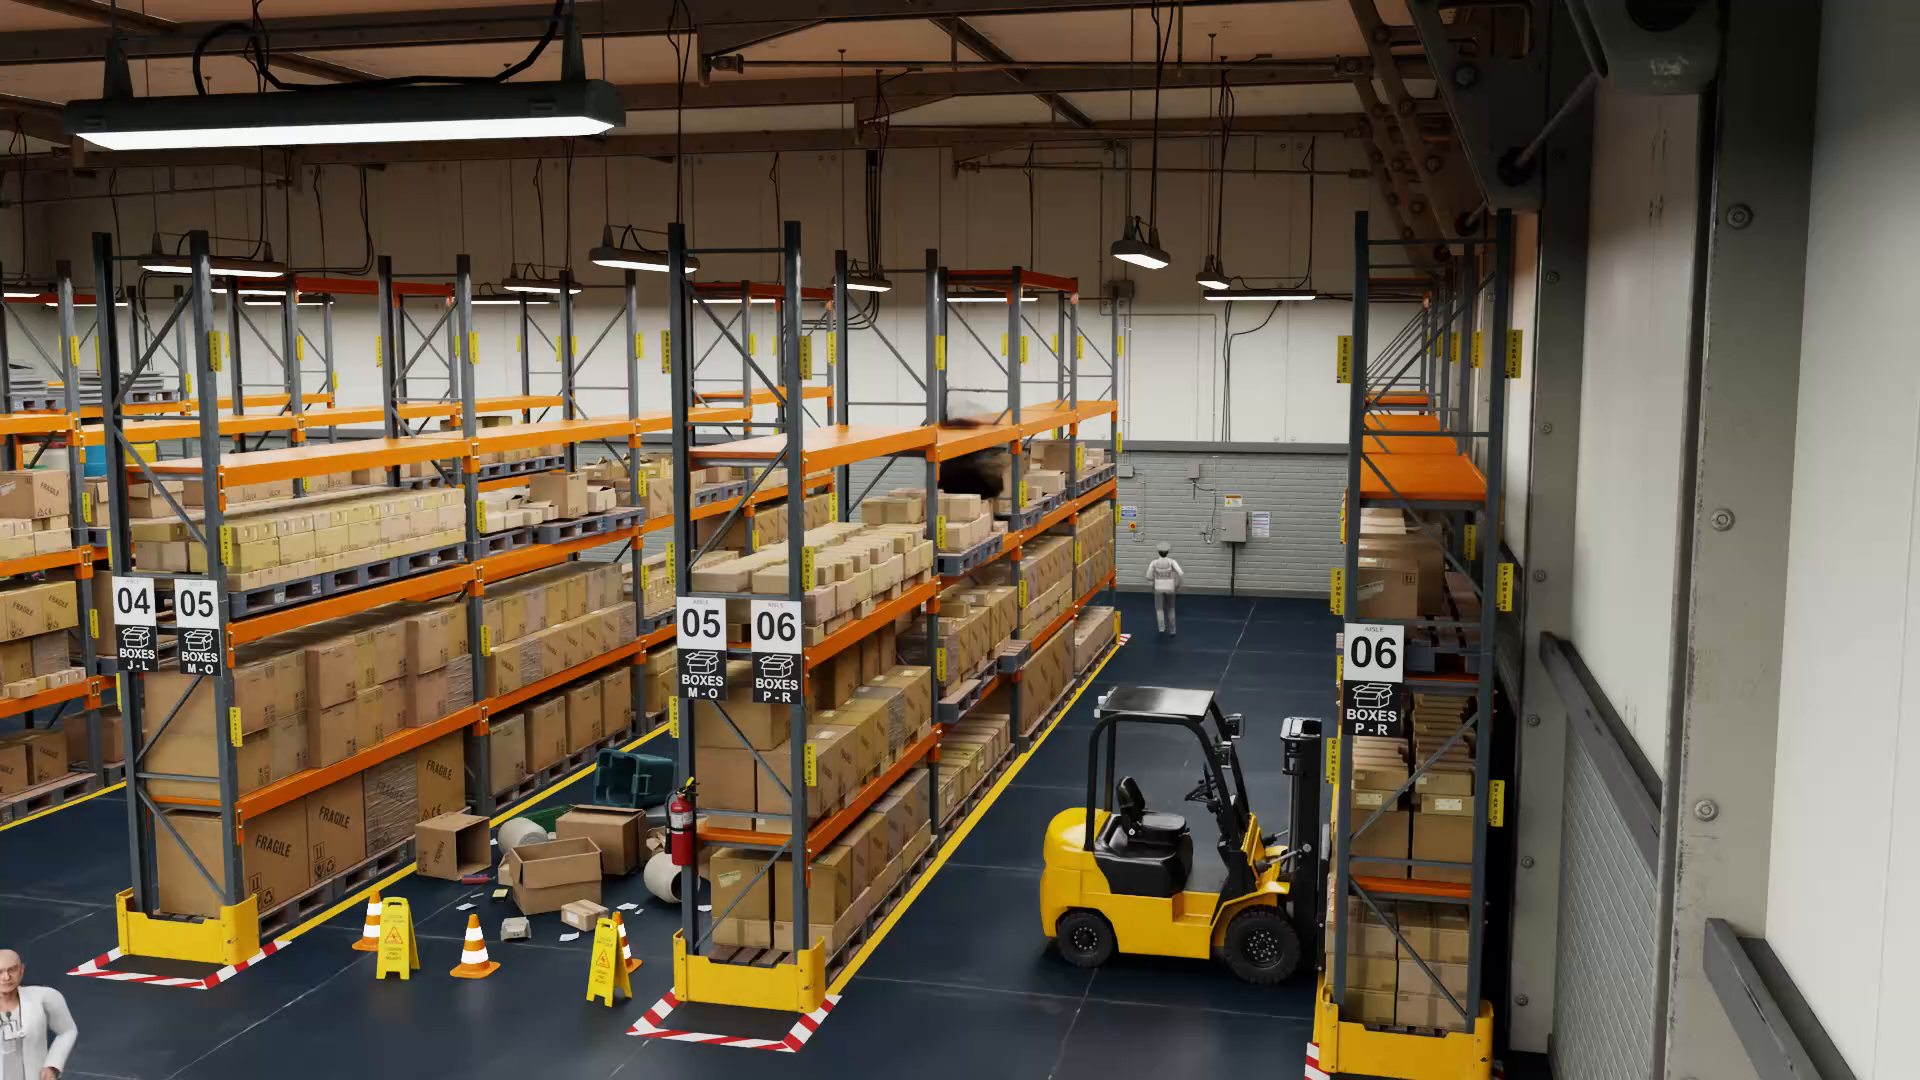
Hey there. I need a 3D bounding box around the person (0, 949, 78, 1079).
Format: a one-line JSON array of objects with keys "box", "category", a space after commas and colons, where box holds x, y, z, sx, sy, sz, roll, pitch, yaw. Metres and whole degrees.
[{"box": [-5.384, 3.168, 9.453, 0.708, 1.731, 0.640, -5, 9, -37], "category": "person"}]

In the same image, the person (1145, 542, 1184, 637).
[{"box": [3.566, 0.854, 28.572, 0.532, 1.662, 0.868, 1, 7, 5], "category": "person"}]
